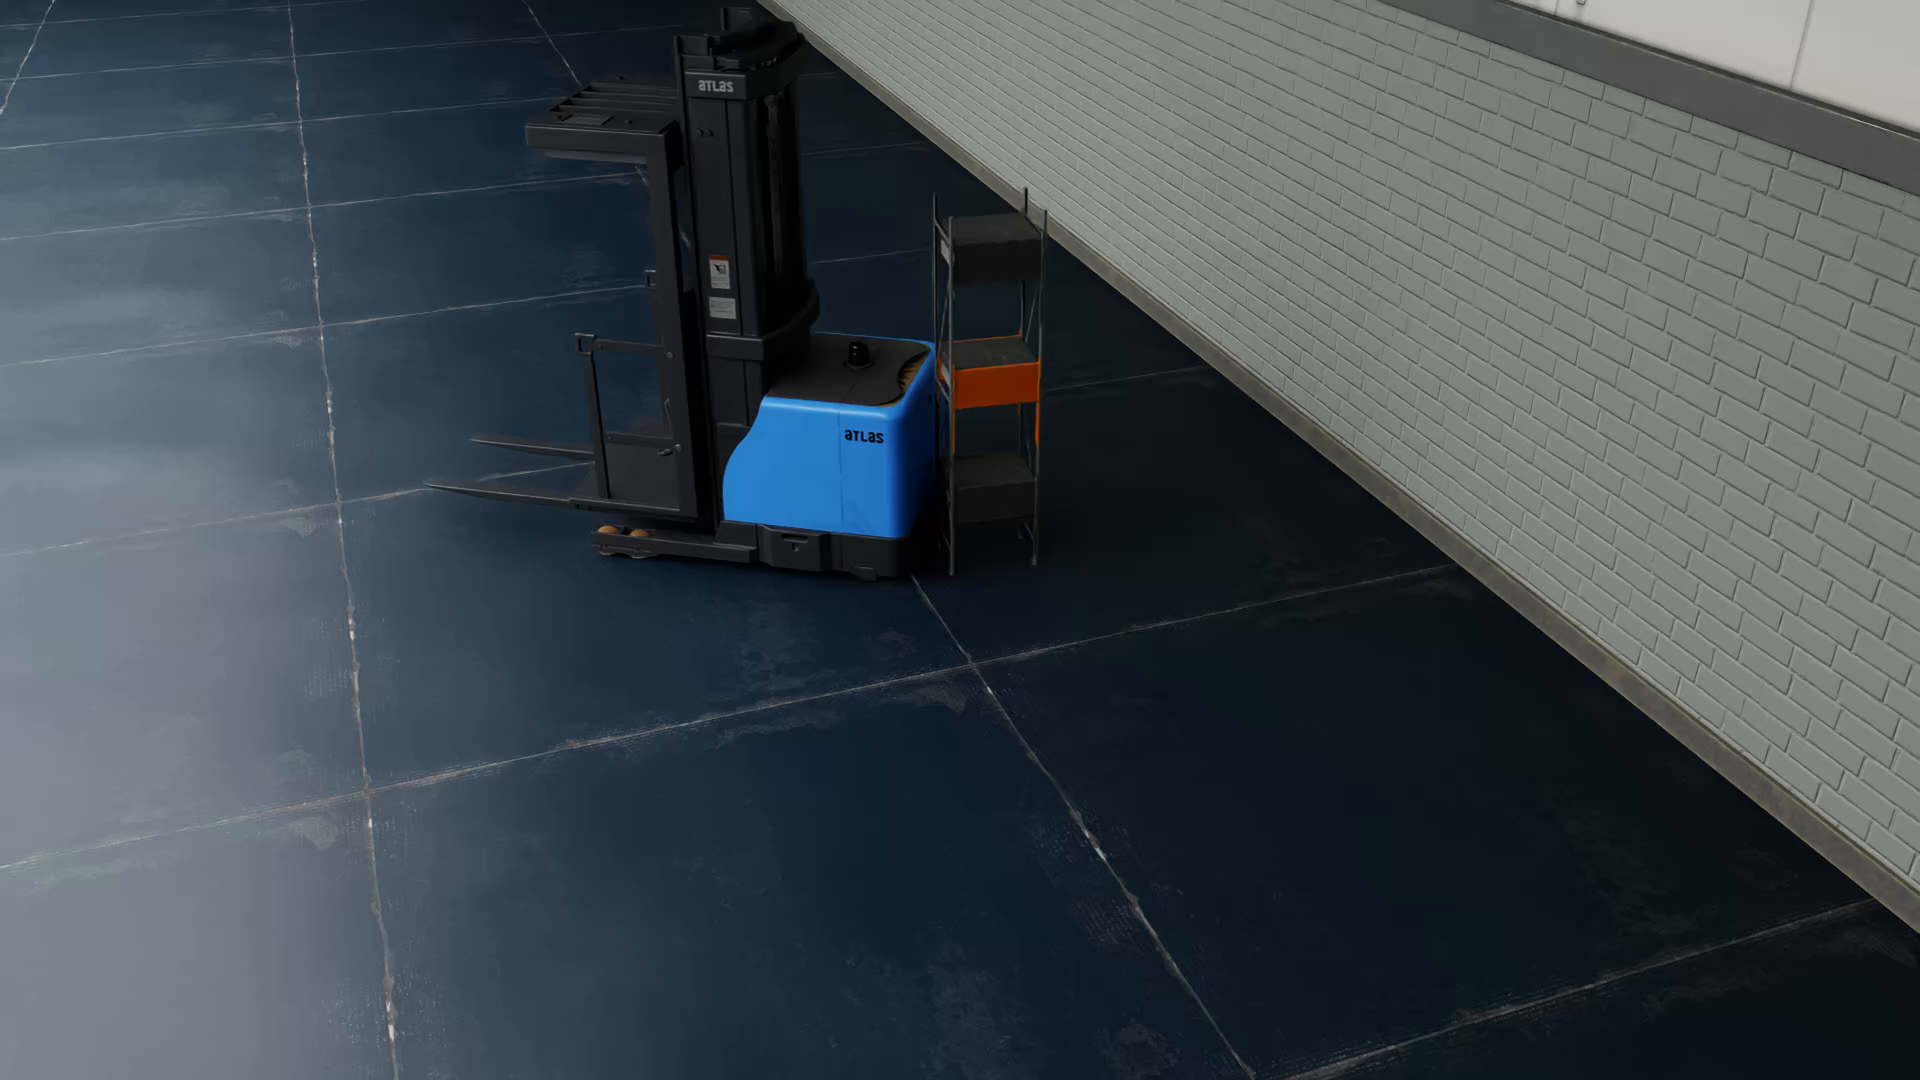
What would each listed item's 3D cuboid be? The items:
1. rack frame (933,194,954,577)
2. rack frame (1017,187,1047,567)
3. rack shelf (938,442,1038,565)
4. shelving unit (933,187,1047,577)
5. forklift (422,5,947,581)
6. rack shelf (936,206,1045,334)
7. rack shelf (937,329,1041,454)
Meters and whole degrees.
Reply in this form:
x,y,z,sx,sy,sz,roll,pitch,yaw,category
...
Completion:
x,y,z,sx,sy,sz,roll,pitch,yaw,category
-0.086,-0.800,9.034,0.015,2.100,0.400,-7,30,-12,rack frame
0.389,-0.856,9.132,0.015,2.100,0.400,-7,30,-12,rack frame
0.151,-0.208,9.436,0.480,0.518,0.431,-7,30,-12,rack shelf
0.151,-0.828,9.083,0.503,2.100,0.431,-7,30,-12,shelving unit
-1.650,-1.411,9.266,3.031,2.935,1.130,6,30,11,forklift
0.151,-1.425,8.743,0.480,0.518,0.431,-7,30,-12,rack shelf
0.151,-0.817,9.090,0.480,0.518,0.431,-7,30,-12,rack shelf
